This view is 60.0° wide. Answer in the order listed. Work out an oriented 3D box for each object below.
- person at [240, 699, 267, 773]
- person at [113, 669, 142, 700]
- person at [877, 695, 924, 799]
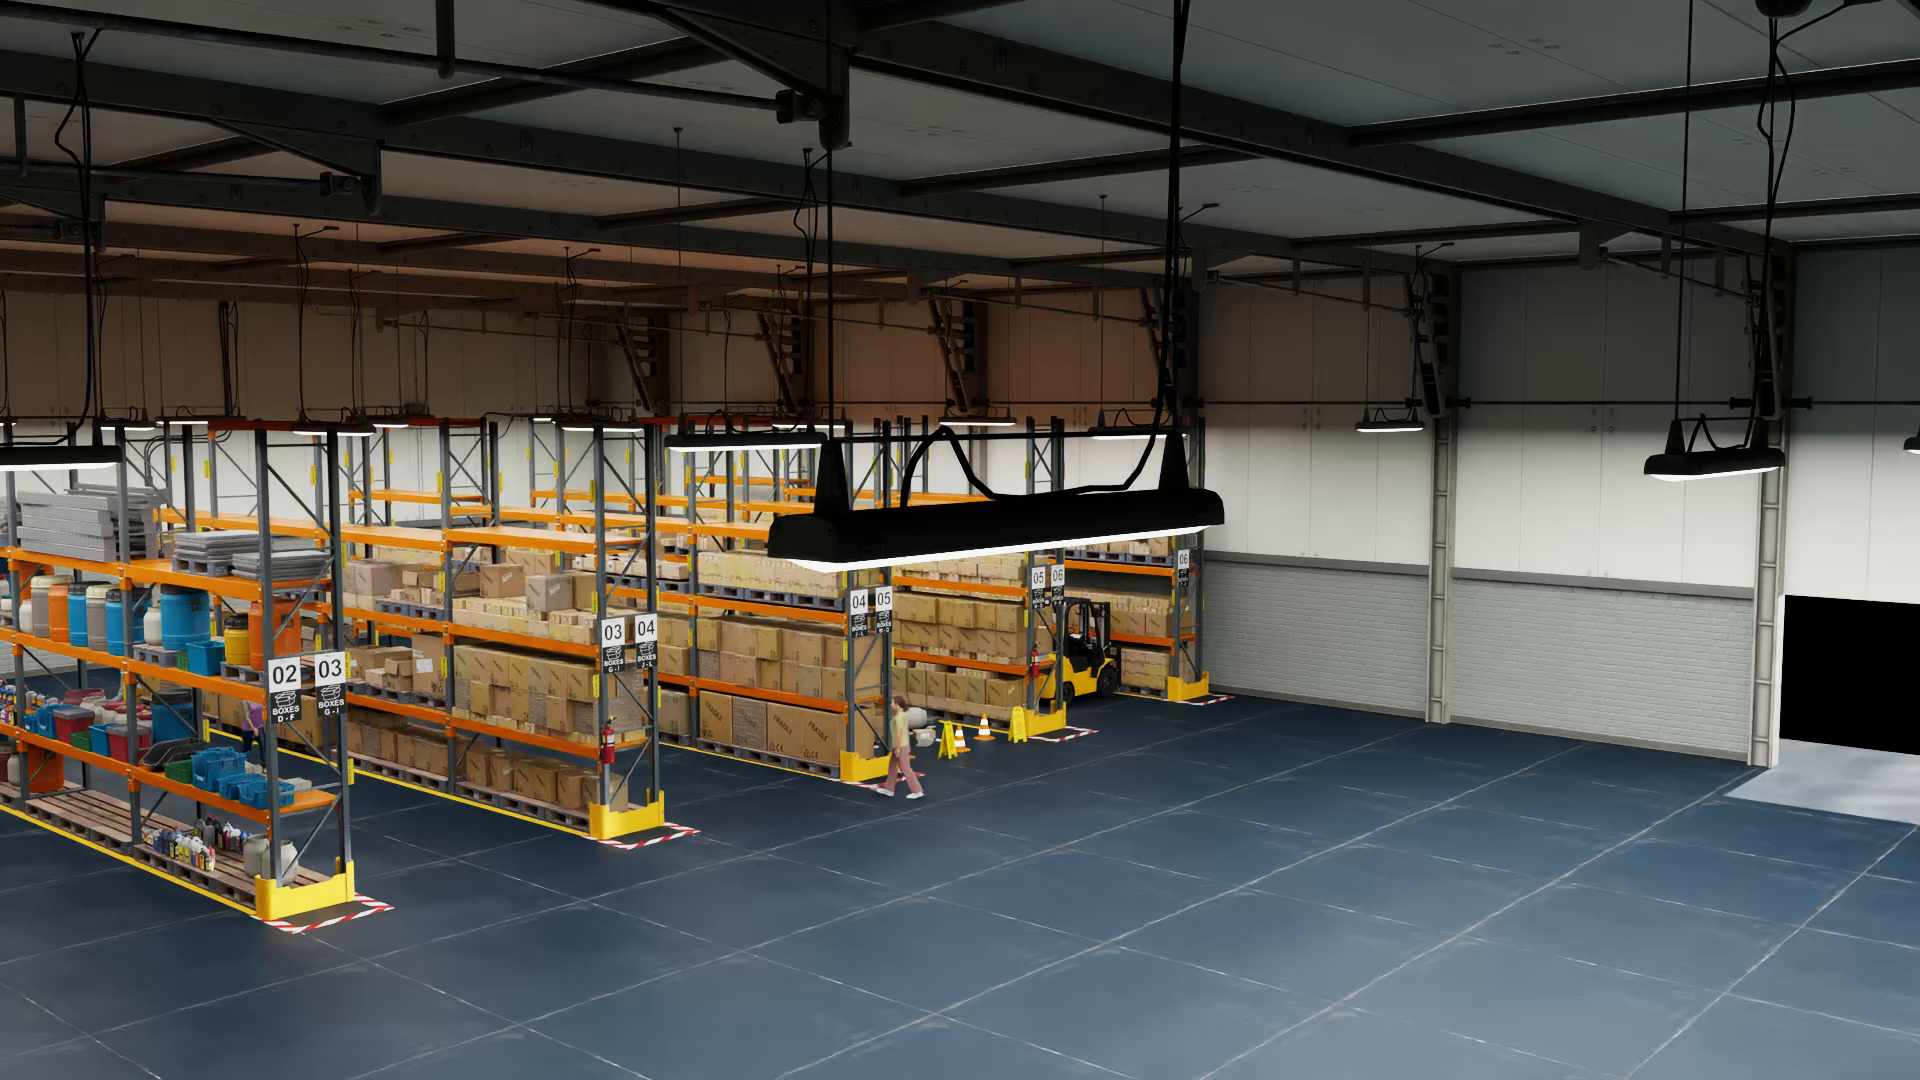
[{"bbox_3d":[-12.022,3.201,28.375,0.990,1.514,0.397,3,6,32],"label":"person"},{"bbox_3d":[-17.819,2.506,35.567,0.643,1.773,0.772,2,5,22],"label":"person"},{"bbox_3d":[-0.972,3.303,26.610,0.800,1.651,0.462,1,5,9],"label":"person"}]
